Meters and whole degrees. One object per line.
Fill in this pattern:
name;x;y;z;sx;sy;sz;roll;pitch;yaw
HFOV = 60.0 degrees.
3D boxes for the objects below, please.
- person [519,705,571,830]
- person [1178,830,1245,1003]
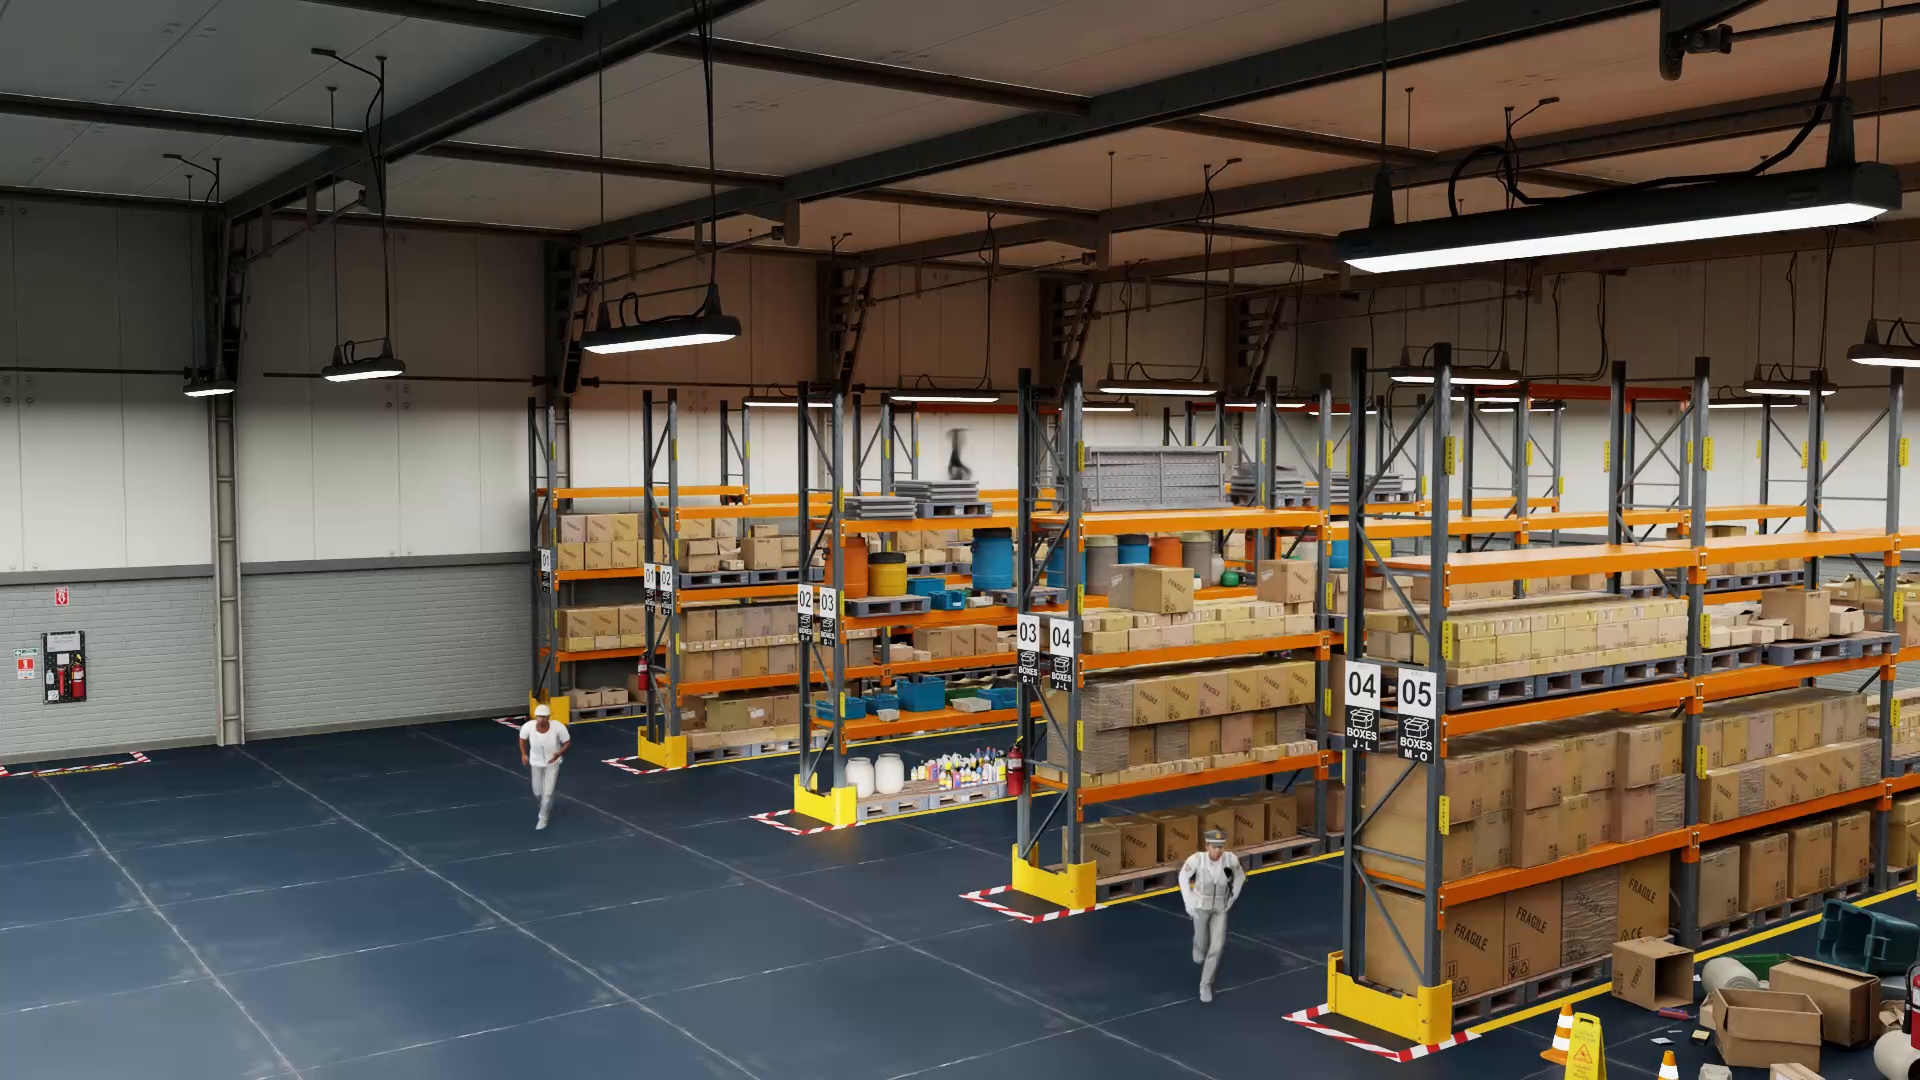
person;-5.571;3.019;22.347;0.695;1.691;0.800;-1;3;-9
person;2.347;3.463;15.634;0.618;1.629;0.831;0;3;-6
